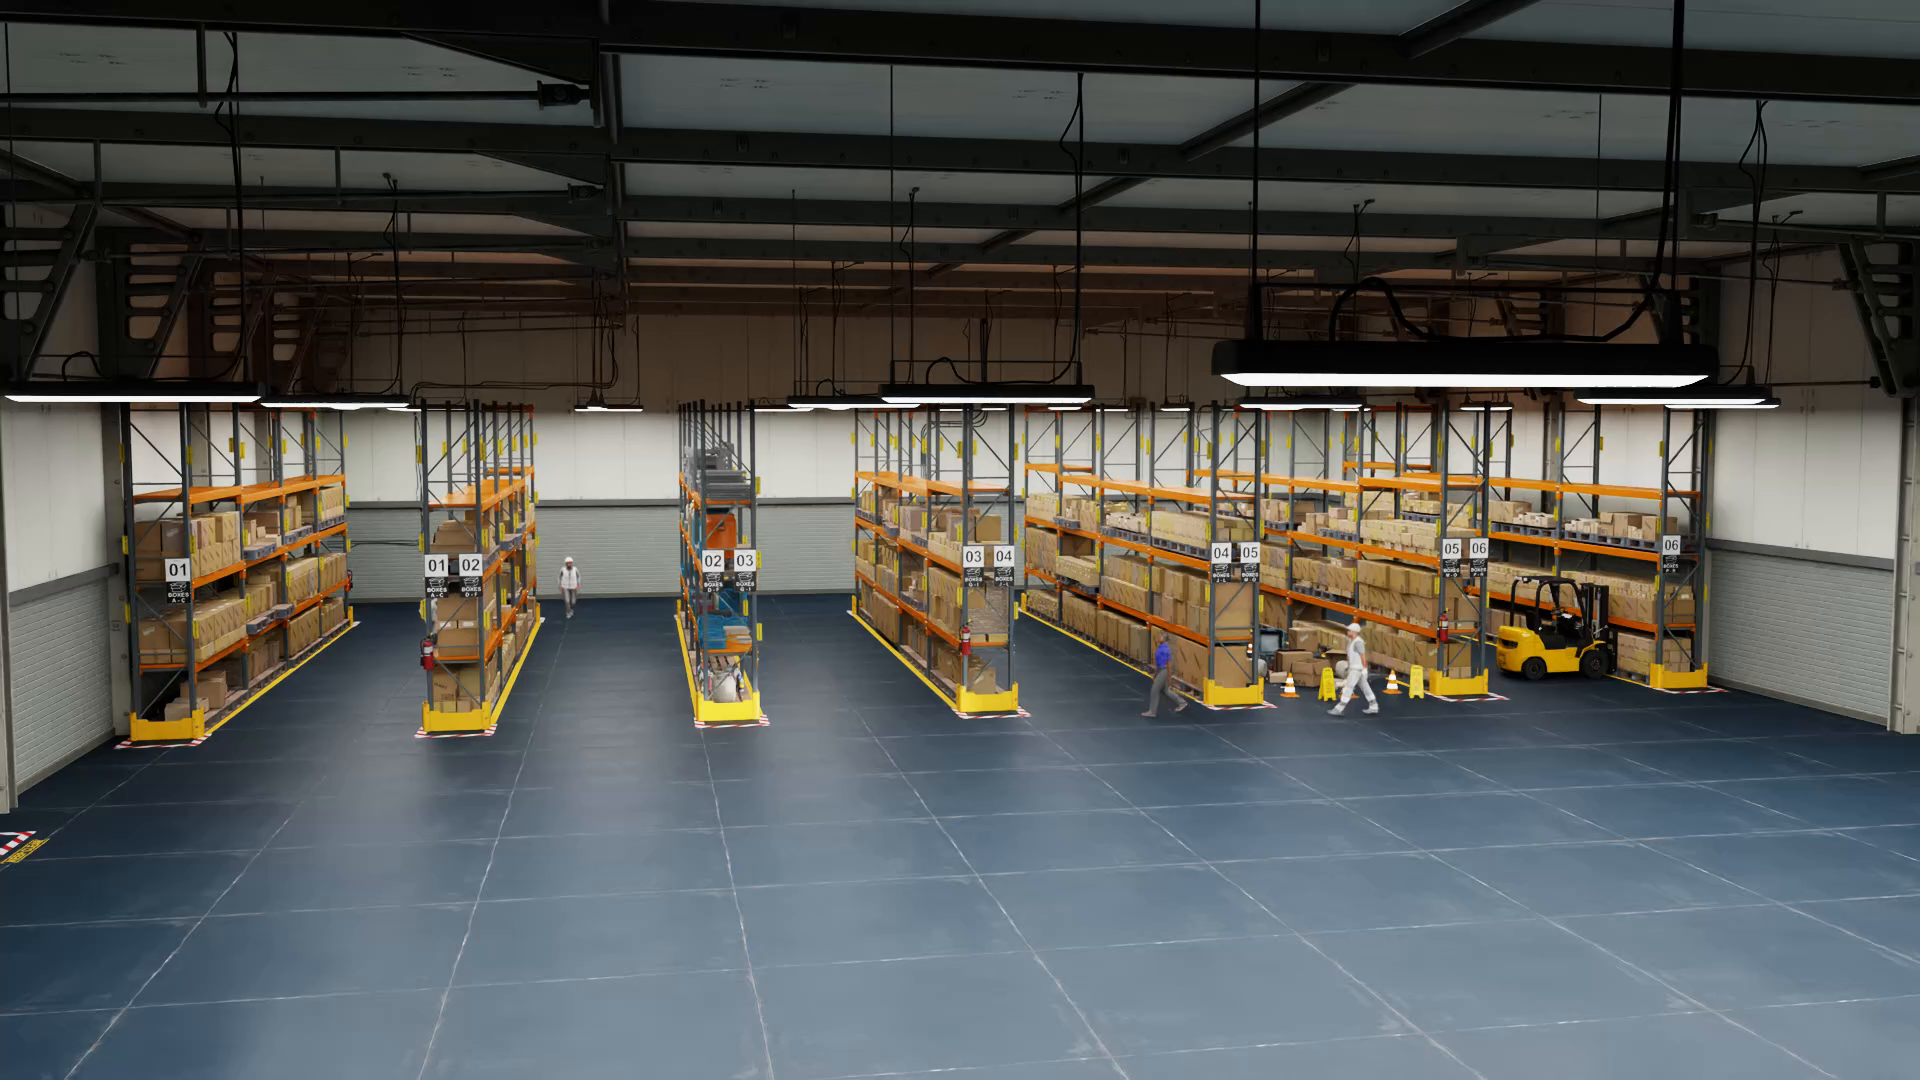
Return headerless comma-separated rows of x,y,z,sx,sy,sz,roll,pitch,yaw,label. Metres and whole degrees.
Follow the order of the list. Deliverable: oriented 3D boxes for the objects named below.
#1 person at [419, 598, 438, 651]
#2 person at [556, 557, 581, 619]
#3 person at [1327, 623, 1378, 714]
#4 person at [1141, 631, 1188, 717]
-12.683,1.910,40.039,0.575,1.596,0.701,0,4,-1,person
-11.019,1.331,46.846,0.684,1.724,0.602,-1,5,-18,person
7.479,2.440,31.659,0.993,1.724,0.584,0,4,5,person
3.888,2.530,31.495,0.965,1.608,0.447,-1,4,-11,person
